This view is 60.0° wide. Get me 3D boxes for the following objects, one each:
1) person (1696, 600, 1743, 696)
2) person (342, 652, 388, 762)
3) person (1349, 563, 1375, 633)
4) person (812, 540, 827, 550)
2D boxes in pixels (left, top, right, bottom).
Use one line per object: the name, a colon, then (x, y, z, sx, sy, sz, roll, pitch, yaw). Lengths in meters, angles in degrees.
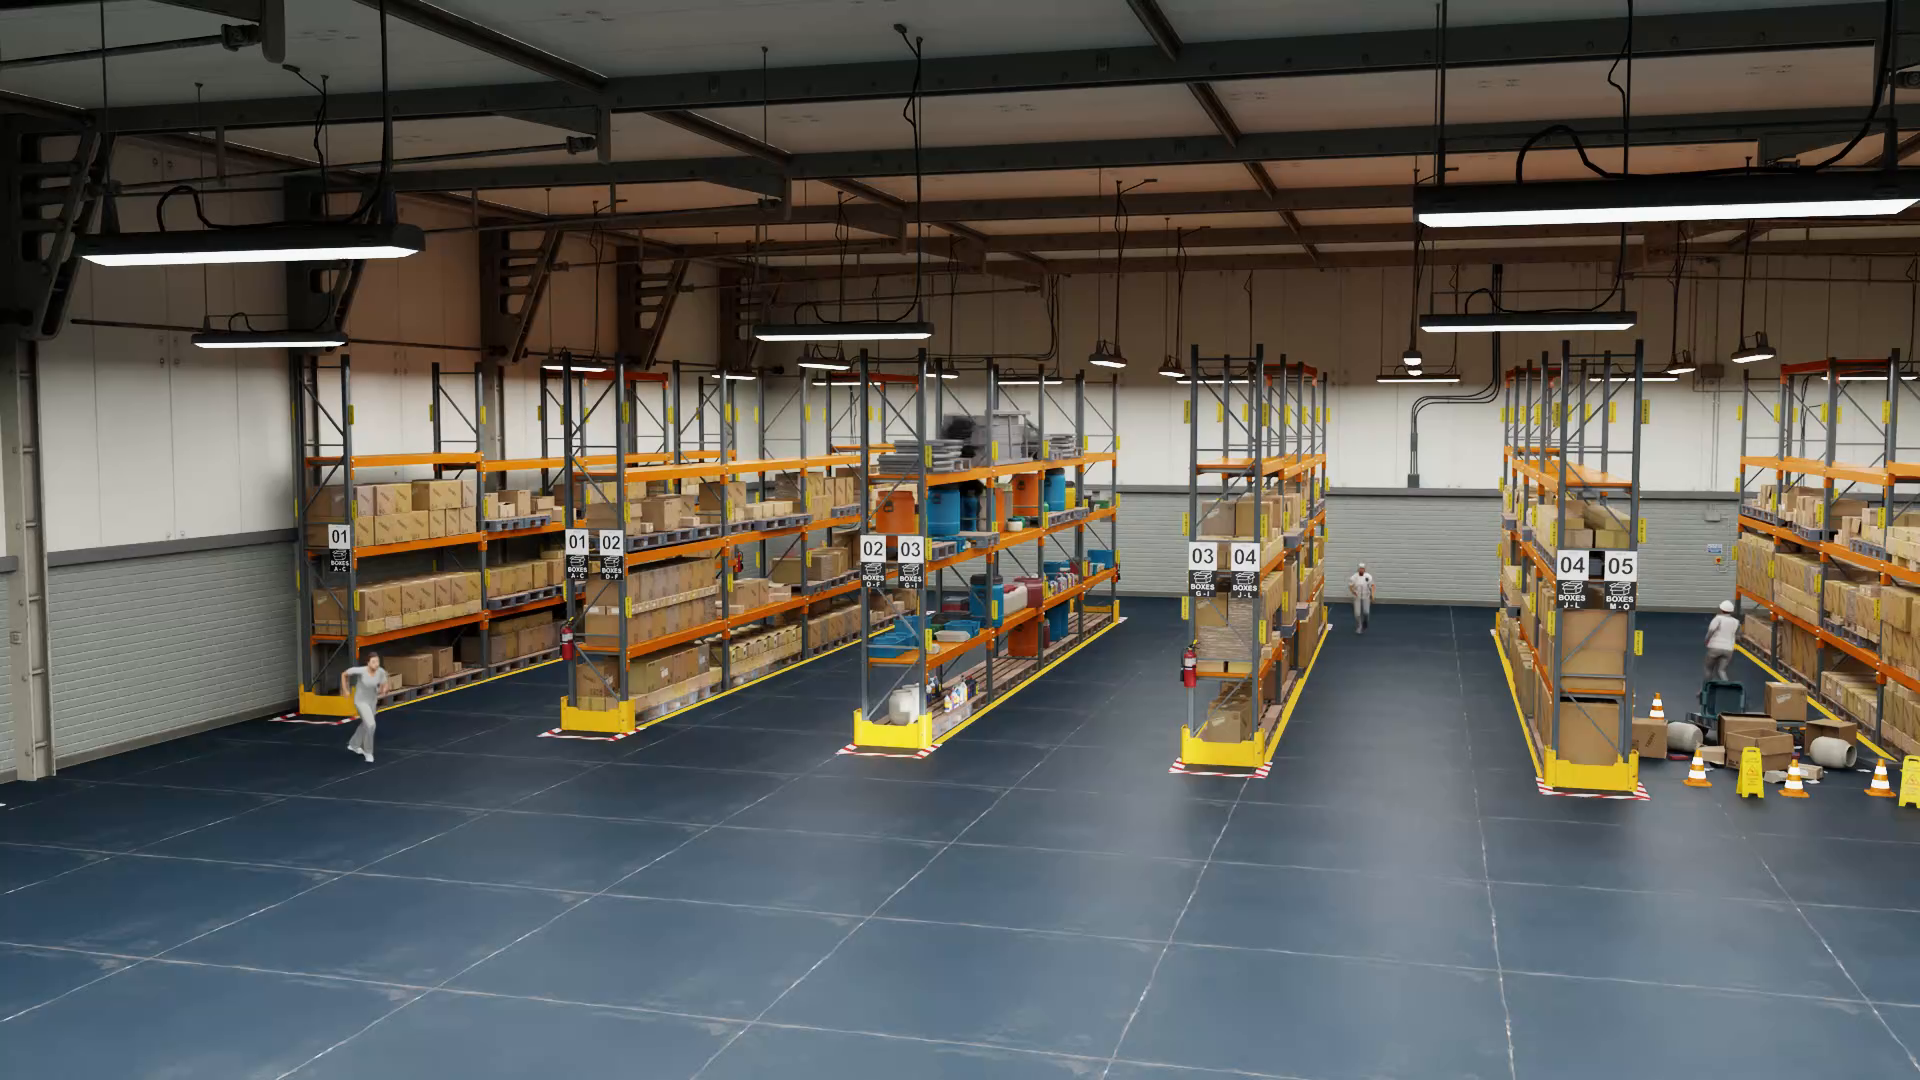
person: (13.457, 1.939, 29.296, 0.678, 1.749, 0.916, 0, 4, 1)
person: (-8.625, 2.431, 24.104, 0.853, 1.663, 0.594, 4, 6, 42)
person: (9.222, 1.340, 38.138, 0.595, 1.619, 0.580, 1, 4, 10)
person: (-3.733, 0.836, 44.079, 0.932, 1.679, 0.742, 4, 6, 45)
